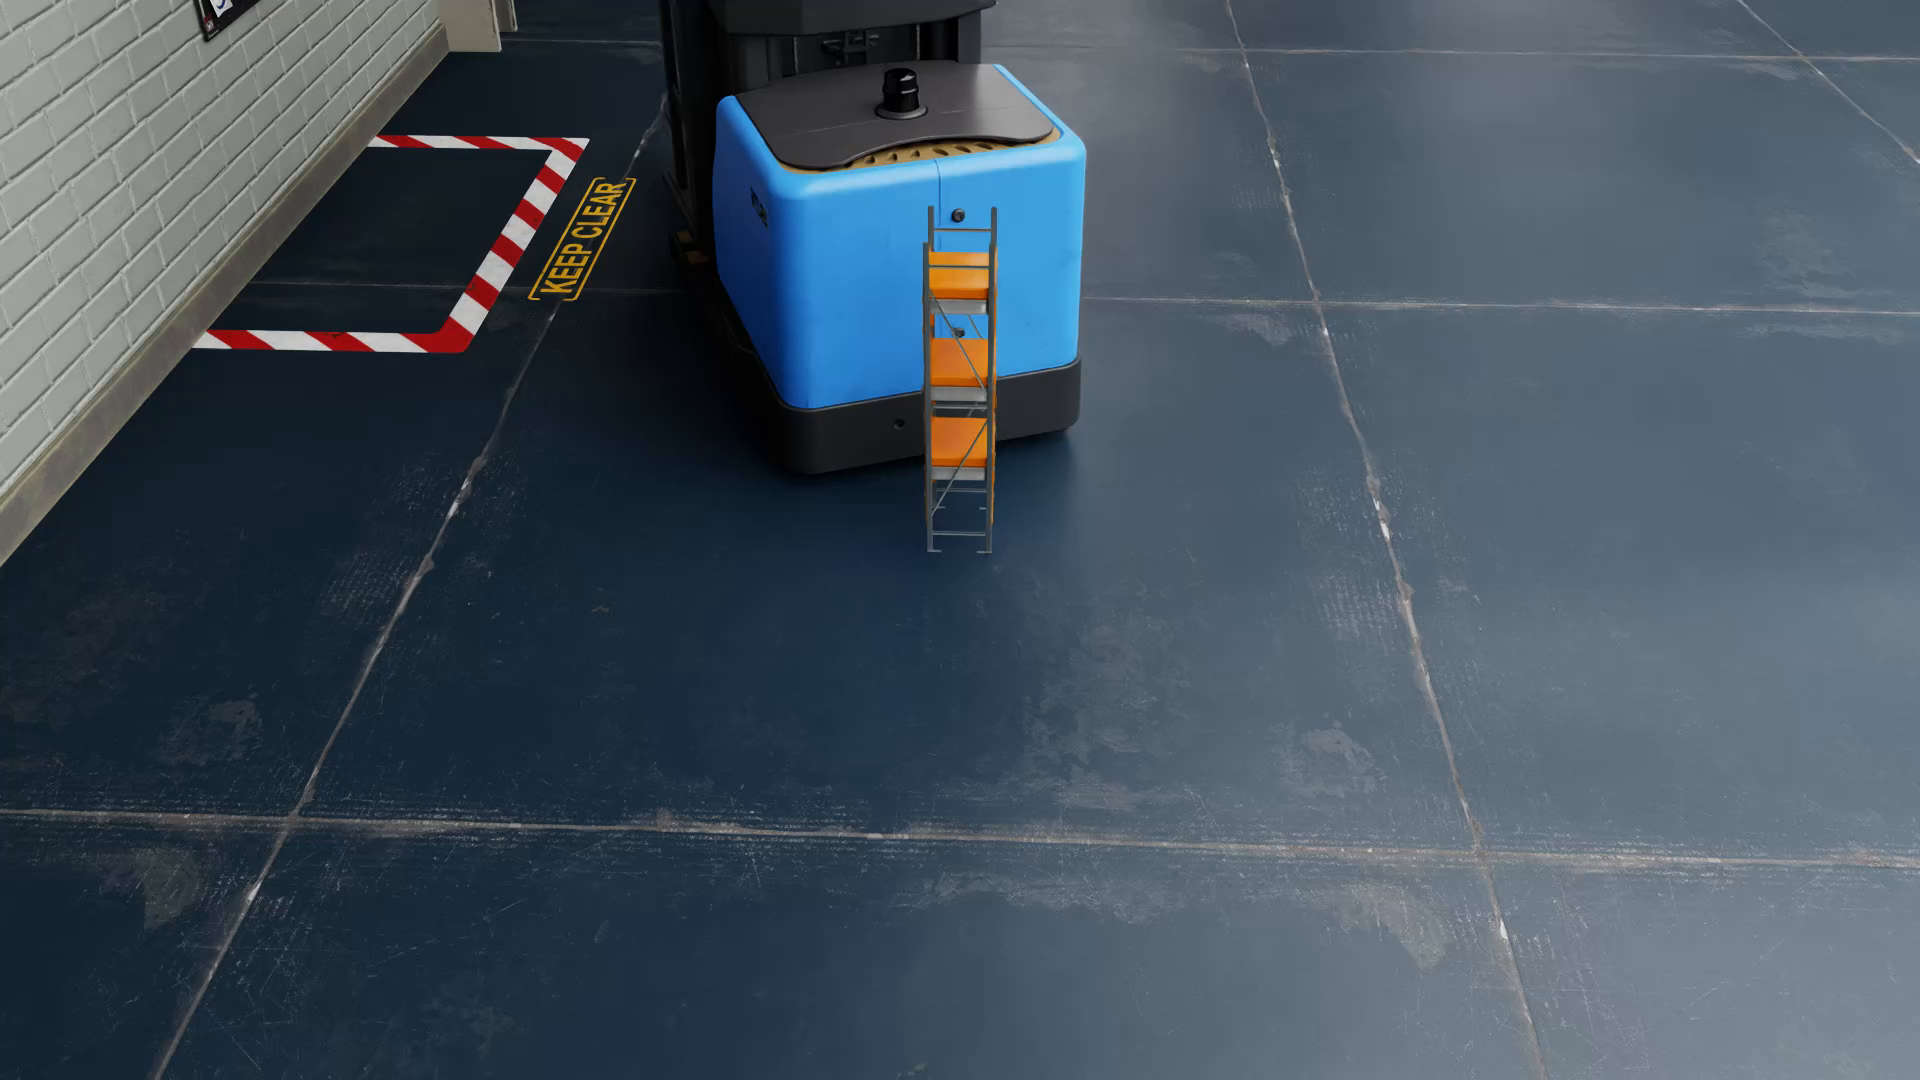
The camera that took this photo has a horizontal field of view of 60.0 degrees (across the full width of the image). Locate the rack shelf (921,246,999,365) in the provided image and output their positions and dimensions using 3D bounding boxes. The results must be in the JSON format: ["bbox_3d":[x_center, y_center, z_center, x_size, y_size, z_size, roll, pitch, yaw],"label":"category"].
[{"bbox_3d":[0.002,-0.684,4.835,0.215,0.259,0.240,1,35,2],"label":"rack shelf"}]

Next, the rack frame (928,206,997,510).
[{"bbox_3d":[0.007,-0.530,5.092,0.200,1.050,0.008,1,35,2],"label":"rack frame"}]

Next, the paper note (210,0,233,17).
[{"bbox_3d":[-2.859,-2.111,6.412,0.016,0.148,0.142,1,35,2],"label":"paper note"}]

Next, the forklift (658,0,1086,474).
[{"bbox_3d":[-0.550,-2.259,5.915,1.130,2.935,3.031,-11,37,-15],"label":"forklift"}]

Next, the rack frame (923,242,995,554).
[{"bbox_3d":[-0.003,-0.390,4.892,0.200,1.050,0.008,1,35,2],"label":"rack frame"}]

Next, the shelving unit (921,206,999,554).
[{"bbox_3d":[0.002,-0.460,4.992,0.215,1.050,0.252,1,35,2],"label":"shelving unit"}]

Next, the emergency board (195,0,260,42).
[{"bbox_3d":[-2.801,-2.567,6.294,0.157,1.169,0.626,1,35,2],"label":"emergency board"}]

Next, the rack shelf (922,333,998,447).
[{"bbox_3d":[0.002,-0.452,4.998,0.215,0.259,0.240,1,35,2],"label":"rack shelf"}]

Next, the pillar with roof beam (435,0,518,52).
[{"bbox_3d":[1.656,-6.346,6.453,9.100,9.000,0.400,1,35,2],"label":"pillar with roof beam"}]

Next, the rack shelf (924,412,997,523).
[{"bbox_3d":[0.002,-0.224,5.158,0.215,0.259,0.240,1,35,2],"label":"rack shelf"}]
